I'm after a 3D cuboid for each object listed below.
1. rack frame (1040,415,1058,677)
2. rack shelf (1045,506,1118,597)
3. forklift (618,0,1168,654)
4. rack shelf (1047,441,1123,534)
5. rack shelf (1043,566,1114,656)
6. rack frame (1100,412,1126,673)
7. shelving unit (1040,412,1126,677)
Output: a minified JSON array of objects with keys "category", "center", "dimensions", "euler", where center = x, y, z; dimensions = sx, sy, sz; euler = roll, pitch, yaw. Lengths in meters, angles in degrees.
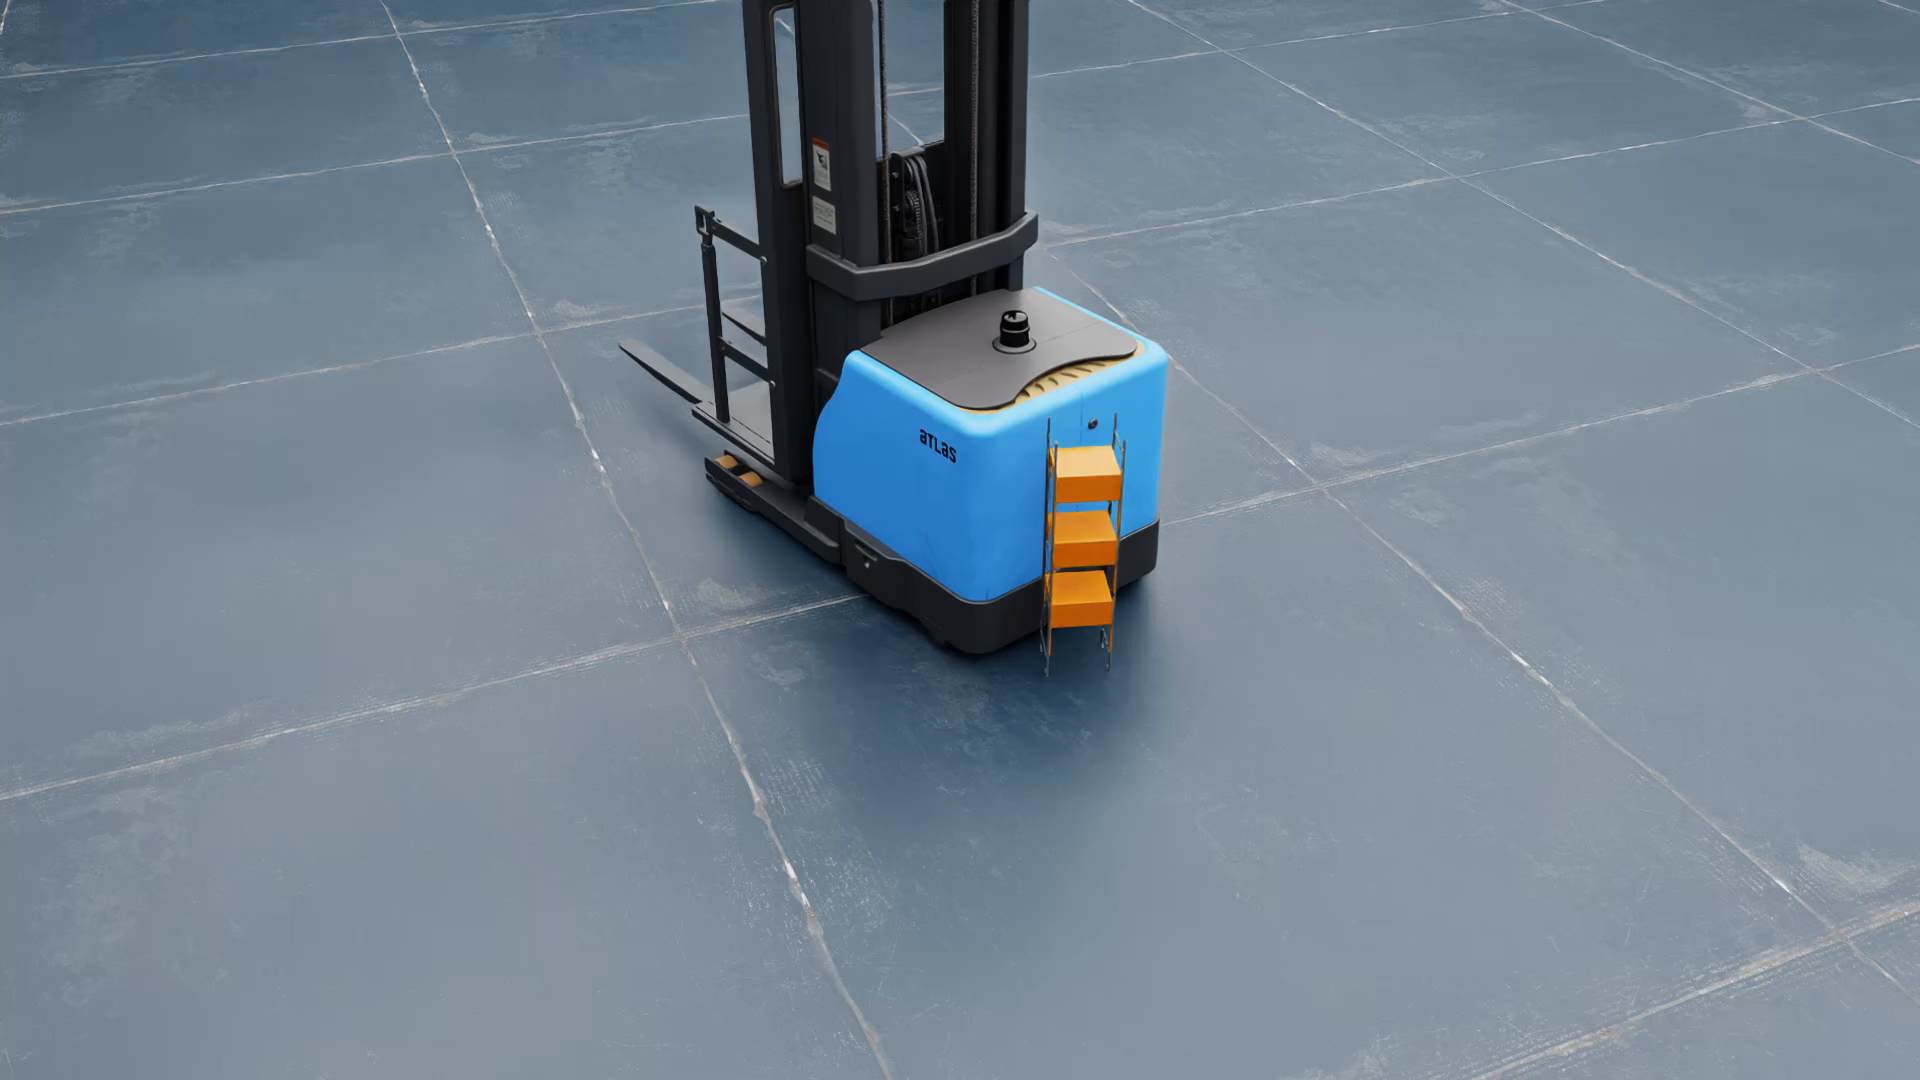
[{"category":"rack frame","center":[0.330,0.040,6.222],"dimensions":[0.008,1.050,0.200],"euler":[-3,34,-5]},{"category":"rack shelf","center":[0.451,0.042,6.238],"dimensions":[0.240,0.259,0.215],"euler":[-3,34,-5]},{"category":"forklift","center":[-0.504,-1.521,6.900],"dimensions":[1.130,2.935,3.031],"euler":[-24,40,-32]},{"category":"rack shelf","center":[0.452,-0.193,6.079],"dimensions":[0.240,0.259,0.215],"euler":[-3,34,-5]},{"category":"rack shelf","center":[0.451,0.272,6.394],"dimensions":[0.240,0.259,0.215],"euler":[-3,34,-5]},{"category":"rack frame","center":[0.573,0.027,6.242],"dimensions":[0.008,1.050,0.200],"euler":[-3,34,-5]},{"category":"shelving unit","center":[0.451,0.033,6.232],"dimensions":[0.252,1.050,0.215],"euler":[-3,34,-5]}]
